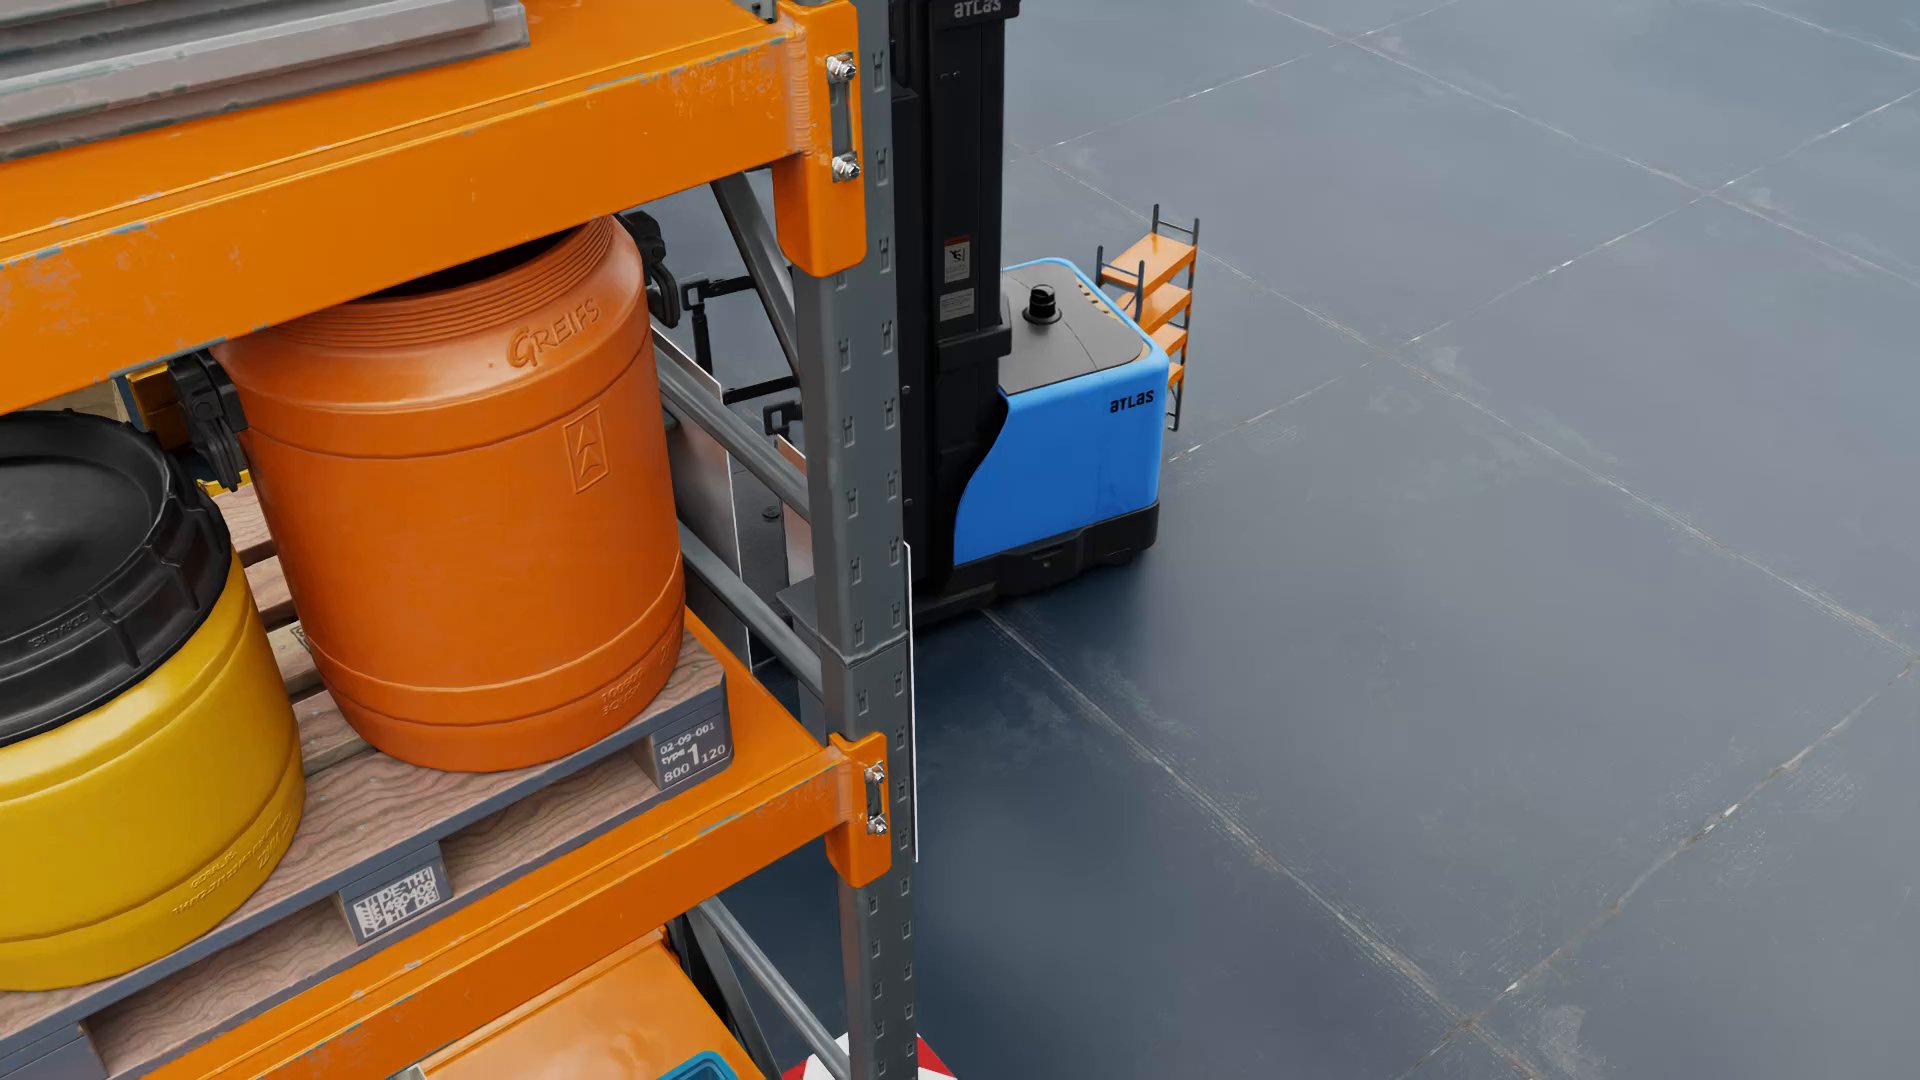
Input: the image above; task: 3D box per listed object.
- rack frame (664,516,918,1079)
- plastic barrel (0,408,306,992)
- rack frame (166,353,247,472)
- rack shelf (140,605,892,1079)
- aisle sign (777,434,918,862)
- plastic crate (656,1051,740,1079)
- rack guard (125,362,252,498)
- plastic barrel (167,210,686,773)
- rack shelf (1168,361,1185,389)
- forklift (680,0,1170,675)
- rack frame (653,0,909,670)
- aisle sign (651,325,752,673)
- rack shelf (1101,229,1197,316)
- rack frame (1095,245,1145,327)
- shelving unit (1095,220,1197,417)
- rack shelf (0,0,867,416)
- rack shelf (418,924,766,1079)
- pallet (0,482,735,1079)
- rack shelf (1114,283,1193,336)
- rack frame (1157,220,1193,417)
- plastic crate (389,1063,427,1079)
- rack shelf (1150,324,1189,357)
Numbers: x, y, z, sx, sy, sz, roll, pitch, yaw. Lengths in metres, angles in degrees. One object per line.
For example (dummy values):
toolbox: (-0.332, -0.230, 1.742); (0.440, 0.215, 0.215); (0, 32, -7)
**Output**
rack frame: (-0.441, 1.100, 4.044); (0.127, 3.000, 1.000); (-26, 46, -28)
plastic barrel: (-1.267, 0.210, 2.285); (0.600, 0.588, 0.600); (0, 39, 0)
rack frame: (-3.459, -1.391, 7.080); (0.127, 3.000, 1.000); (-26, 46, -28)
rack shelf: (-2.027, 0.991, 2.379); (4.000, 0.370, 1.077); (-26, 46, -28)
aisle sign: (-0.203, 0.216, 3.071); (0.004, 0.787, 0.394); (-26, 46, -28)
plastic crate: (-0.655, 1.501, 3.672); (0.616, 0.251, 0.499); (-26, 46, -28)
rack guard: (-3.519, -0.395, 7.837); (0.348, 0.500, 1.175); (-26, 46, -28)
plastic barrel: (-0.749, -0.136, 2.517); (0.708, 0.830, 0.600); (-26, 46, -28)
rack shelf: (0.863, -0.732, 8.116); (0.258, 0.148, 0.480); (25, 46, 27)
forklift: (-8.455, -3.888, 10.179); (13.132, 2.935, 16.207); (-17, 42, -19)
rack frame: (-0.441, -1.219, 2.141); (0.127, 3.000, 1.000); (-26, 46, -28)
aisle sign: (-0.562, -0.080, 3.433); (0.004, 0.787, 0.394); (-26, 46, -28)
rack shelf: (0.863, -1.242, 7.698); (0.258, 0.148, 0.480); (25, 46, 27)
rack frame: (0.718, -0.813, 7.795); (0.240, 1.200, 0.015); (25, 46, 27)
shelving unit: (0.861, -0.937, 7.946); (0.258, 1.200, 0.499); (25, 46, 27)
rack shelf: (-2.027, -0.014, 1.554); (4.000, 0.370, 1.077); (-26, 46, -28)
rack shelf: (-2.027, 2.151, 3.330); (4.000, 0.370, 1.077); (-26, 46, -28)
pallet: (-1.156, 0.284, 2.823); (1.213, 0.211, 1.003); (-26, 46, -28)
rack shelf: (0.863, -1.059, 7.848); (0.258, 0.148, 0.480); (25, 46, 27)
rack frame: (1.007, -1.063, 8.100); (0.228, 1.046, 0.006); (25, 46, 27)
plastic crate: (-1.346, 1.386, 3.903); (0.250, 0.136, 0.298); (-26, 46, -28)
rack shelf: (0.863, -0.886, 7.990); (0.258, 0.148, 0.480); (25, 46, 27)
